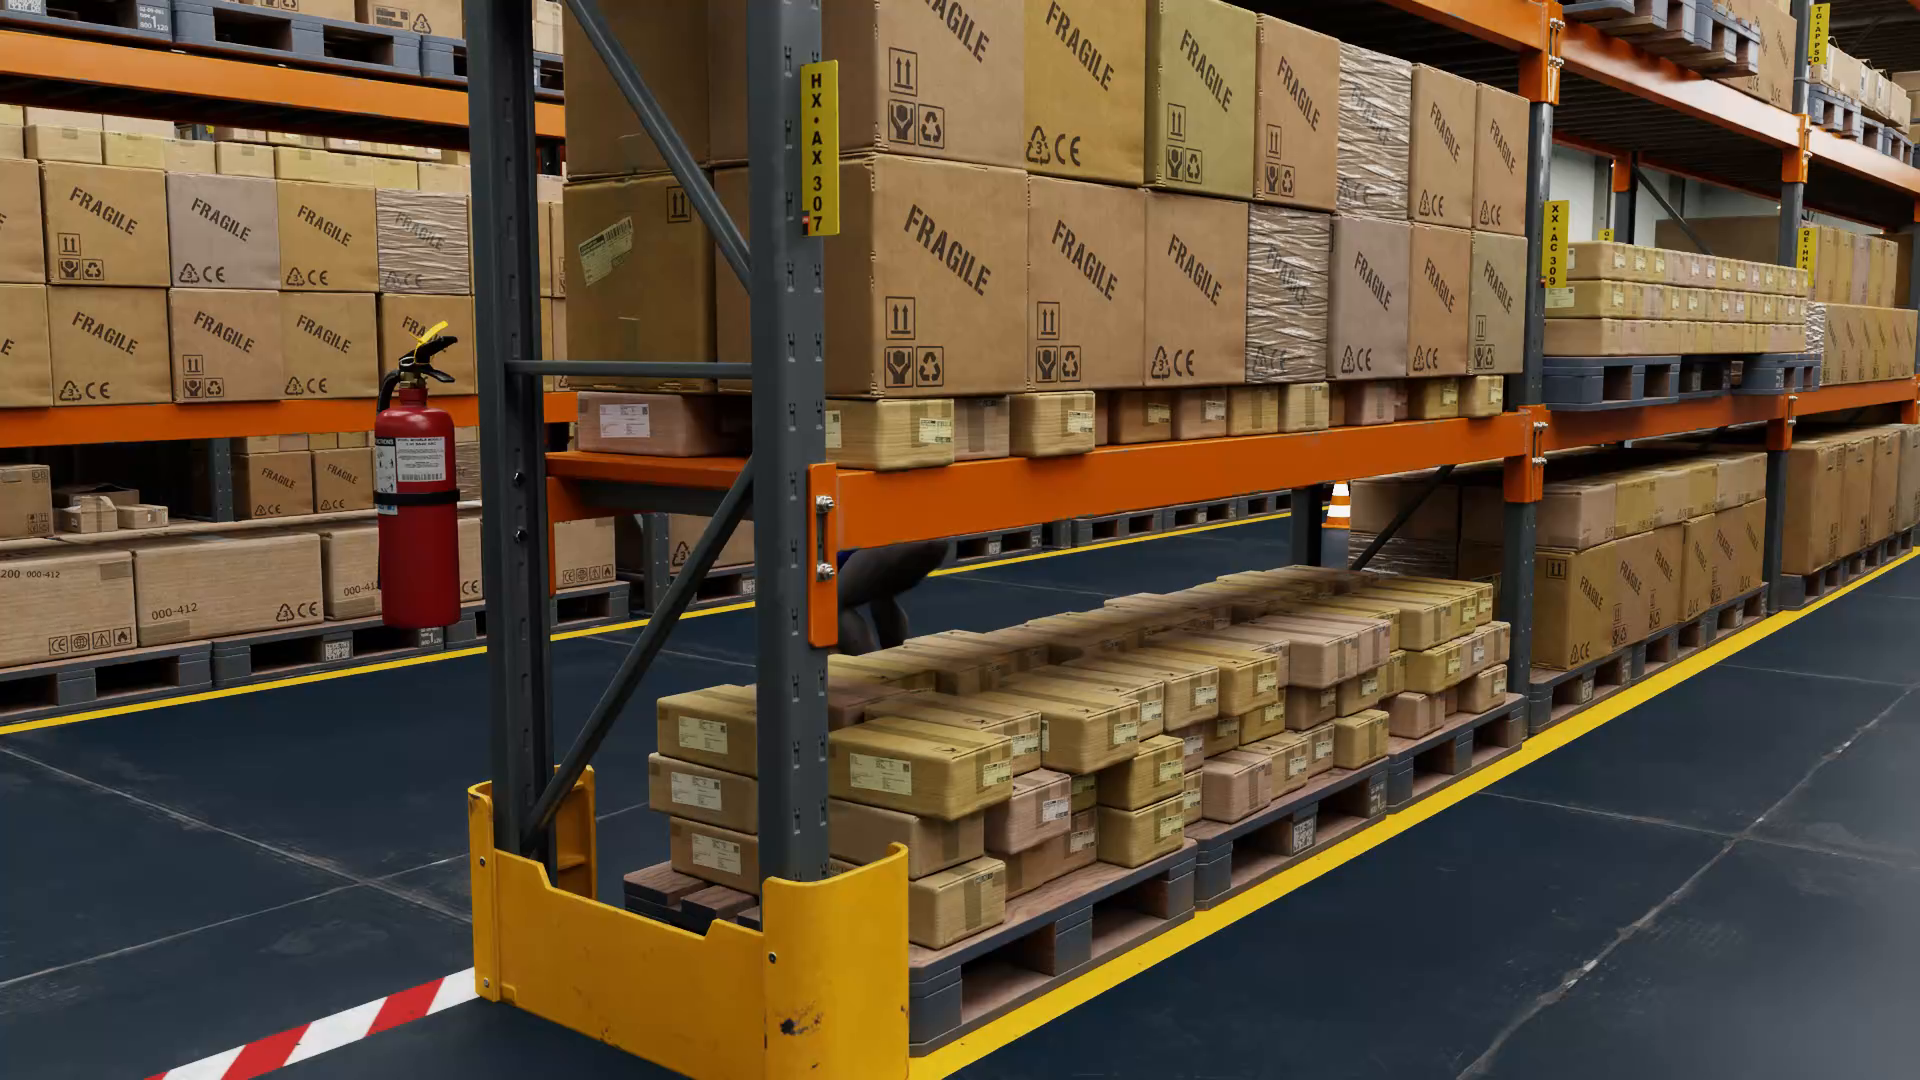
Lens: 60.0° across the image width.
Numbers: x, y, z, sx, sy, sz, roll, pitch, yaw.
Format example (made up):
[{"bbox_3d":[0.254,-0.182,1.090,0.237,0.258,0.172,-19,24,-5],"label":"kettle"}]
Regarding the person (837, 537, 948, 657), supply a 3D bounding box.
[{"bbox_3d":[-0.466,0.259,7.391,0.865,0.878,0.456,5,8,36],"label":"person"}]
